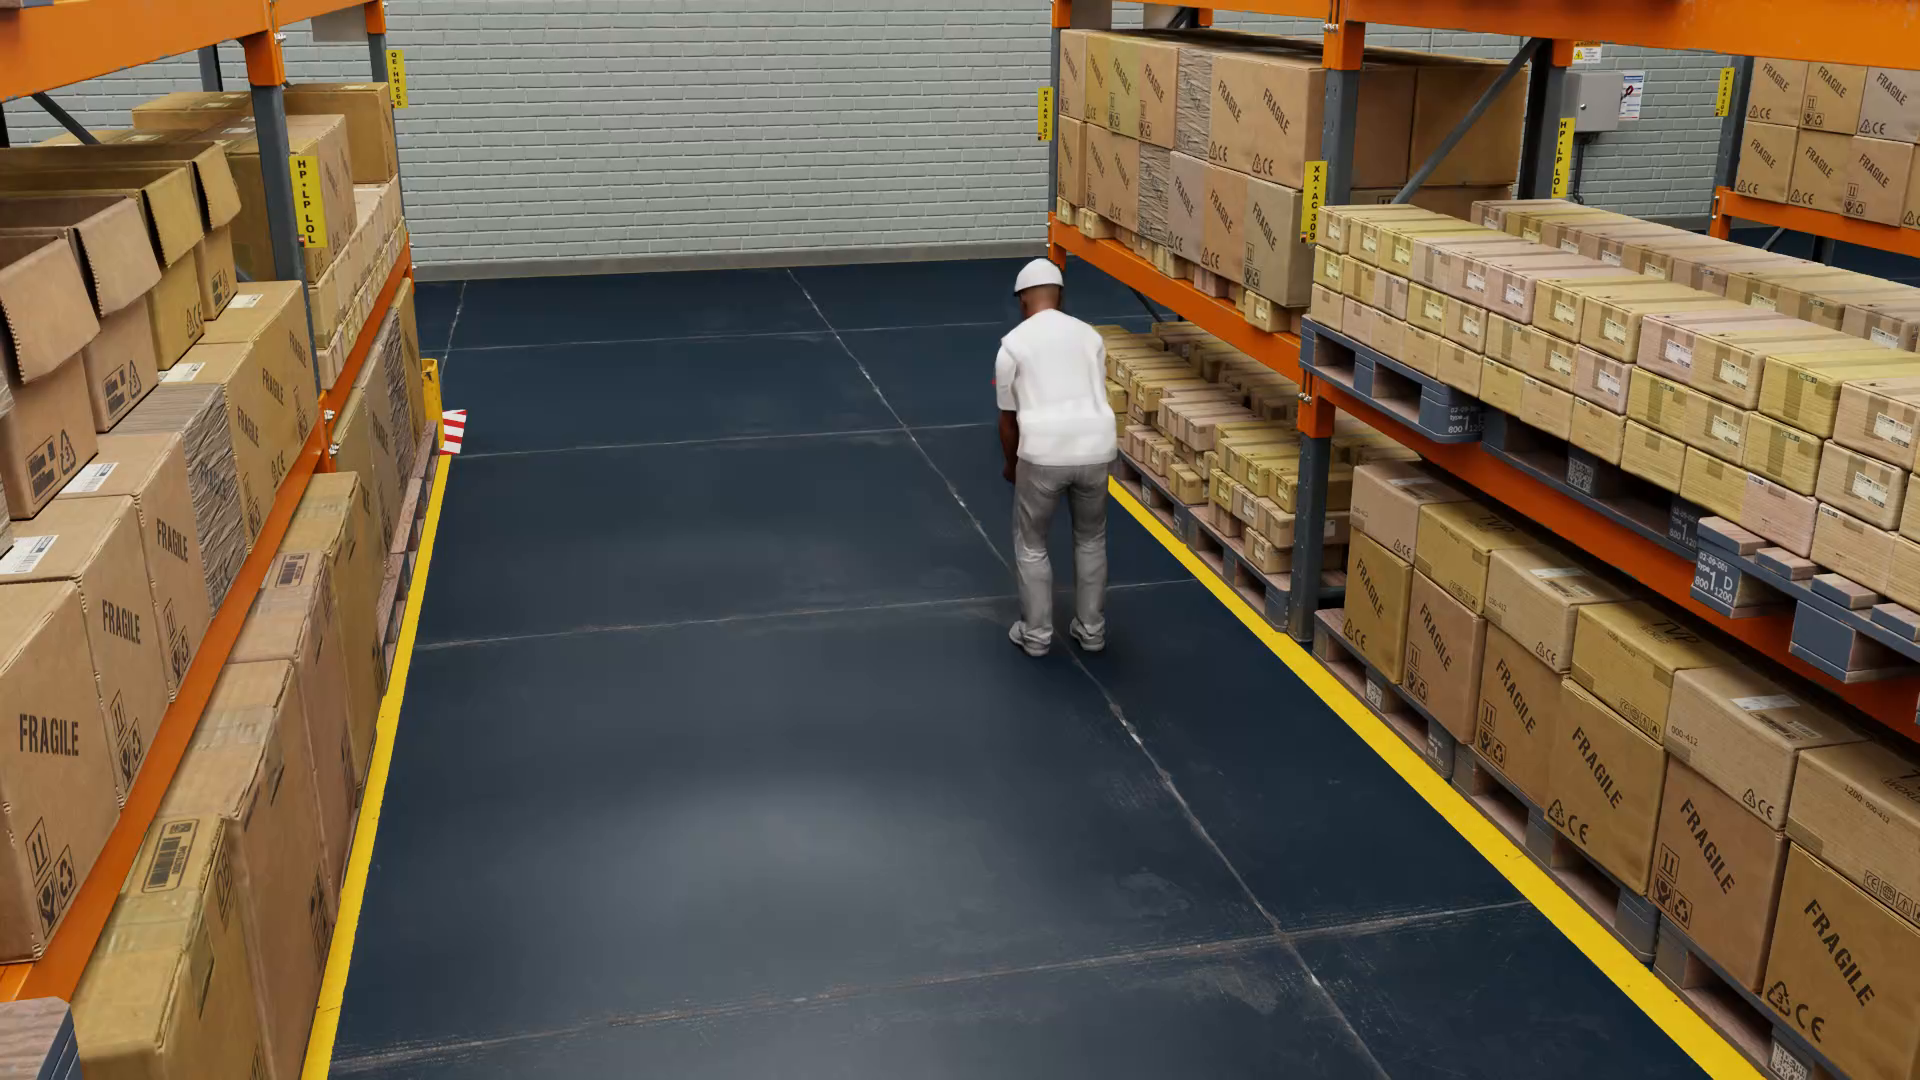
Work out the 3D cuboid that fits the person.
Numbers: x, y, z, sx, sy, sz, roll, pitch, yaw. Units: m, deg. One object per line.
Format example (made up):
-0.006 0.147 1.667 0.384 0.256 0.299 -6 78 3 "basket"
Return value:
0.393 -0.363 7.220 0.483 1.656 0.695 -5 20 -13 "person"
